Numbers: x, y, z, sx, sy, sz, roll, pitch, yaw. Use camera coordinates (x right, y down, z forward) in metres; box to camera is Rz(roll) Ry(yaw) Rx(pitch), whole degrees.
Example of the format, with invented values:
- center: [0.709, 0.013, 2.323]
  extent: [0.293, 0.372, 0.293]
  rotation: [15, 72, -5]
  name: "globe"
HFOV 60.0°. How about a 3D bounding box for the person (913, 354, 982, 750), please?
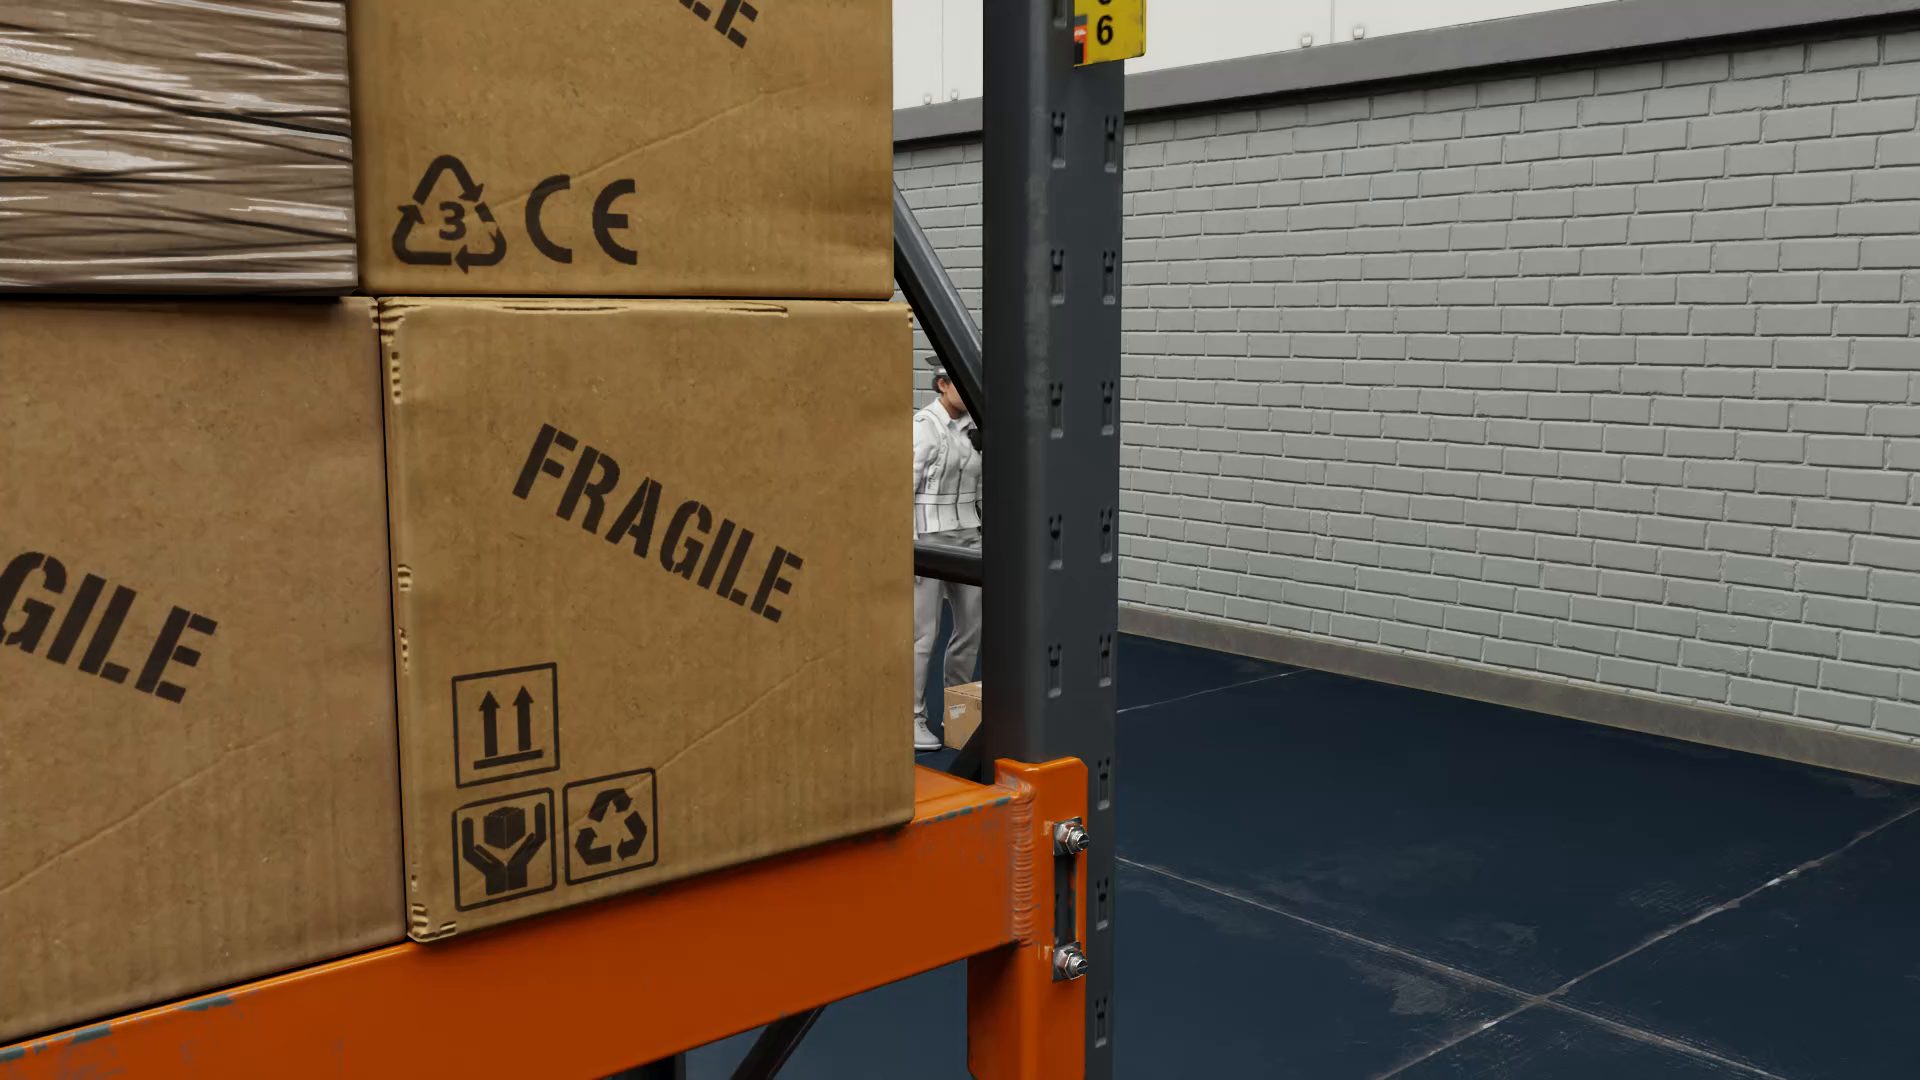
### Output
- center: [-0.058, 0.026, 7.081]
  extent: [0.529, 1.663, 0.371]
  rotation: [-6, 10, -40]
  name: "person"
